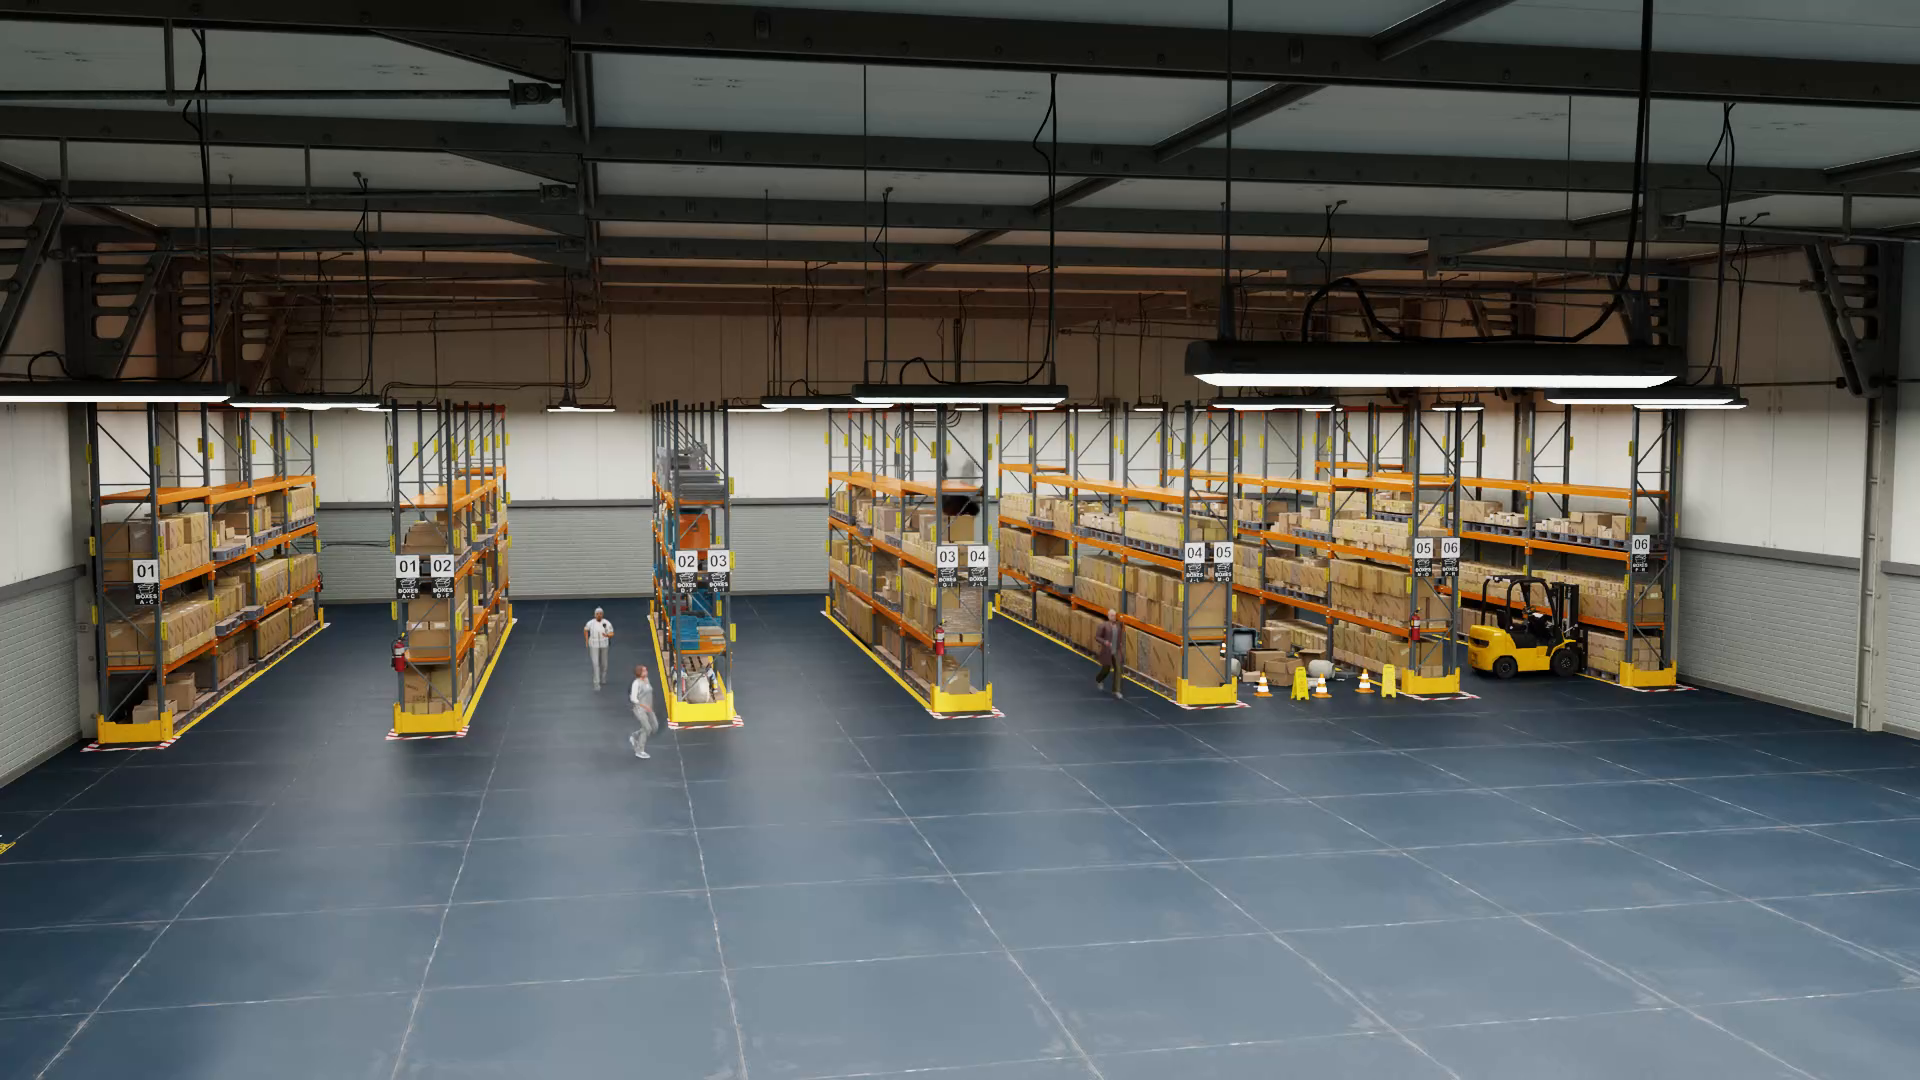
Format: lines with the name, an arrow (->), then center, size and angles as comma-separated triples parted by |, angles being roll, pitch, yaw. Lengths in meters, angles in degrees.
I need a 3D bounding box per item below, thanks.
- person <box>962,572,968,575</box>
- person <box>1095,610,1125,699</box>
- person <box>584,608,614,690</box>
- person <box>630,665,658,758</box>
person -> 0.262, 1.312, 46.595 | 0.658, 1.814, 0.943 | -1, 4, -15
person -> 3.041, 2.285, 33.784 | 0.690, 1.771, 1.042 | -1, 5, -18
person -> -7.546, 2.251, 34.797 | 0.603, 1.662, 0.921 | -1, 5, -17
person -> -5.310, 2.857, 27.801 | 0.490, 1.564, 0.545 | 1, 5, 17
